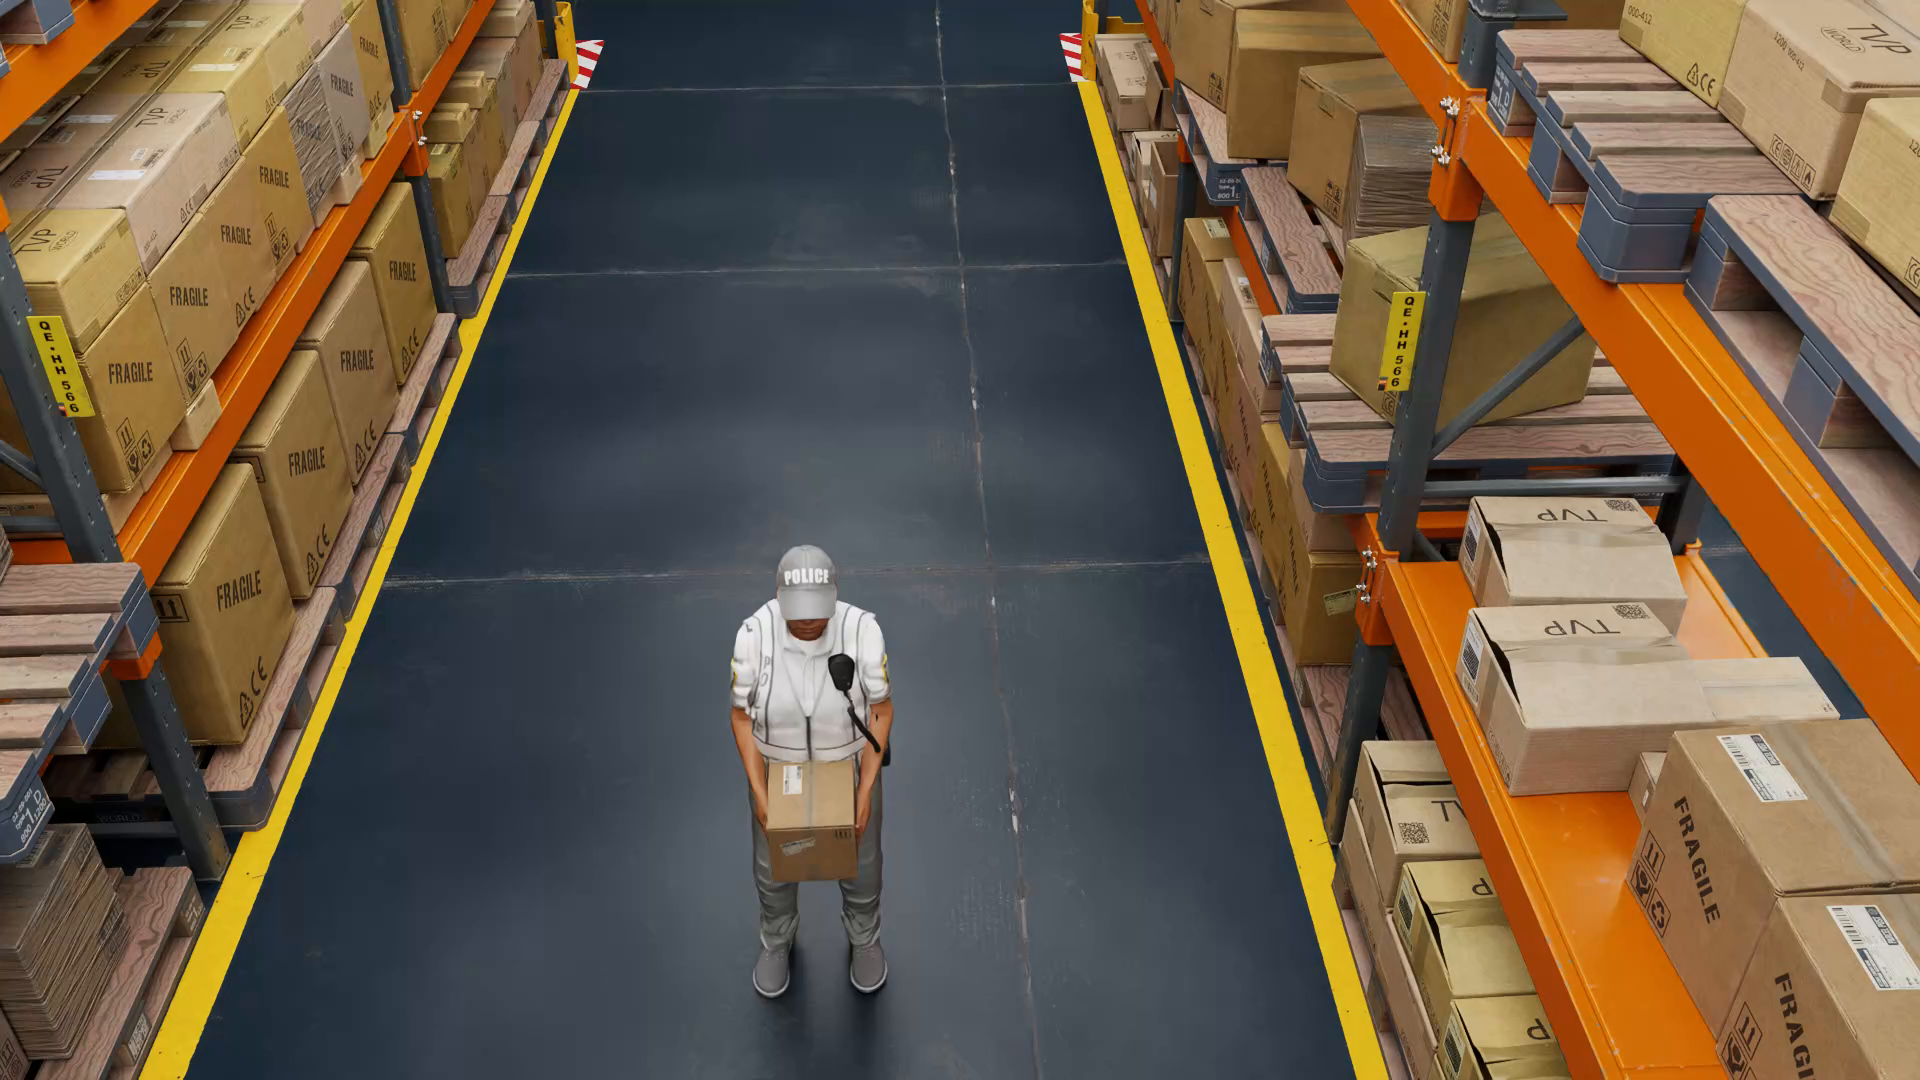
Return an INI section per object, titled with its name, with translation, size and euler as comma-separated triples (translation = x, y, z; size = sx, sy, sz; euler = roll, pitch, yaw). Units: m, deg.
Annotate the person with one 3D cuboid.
[person]
translation = -0.444, 0.737, 5.101
size = 0.493, 1.671, 0.490
euler = -2, 35, -3
